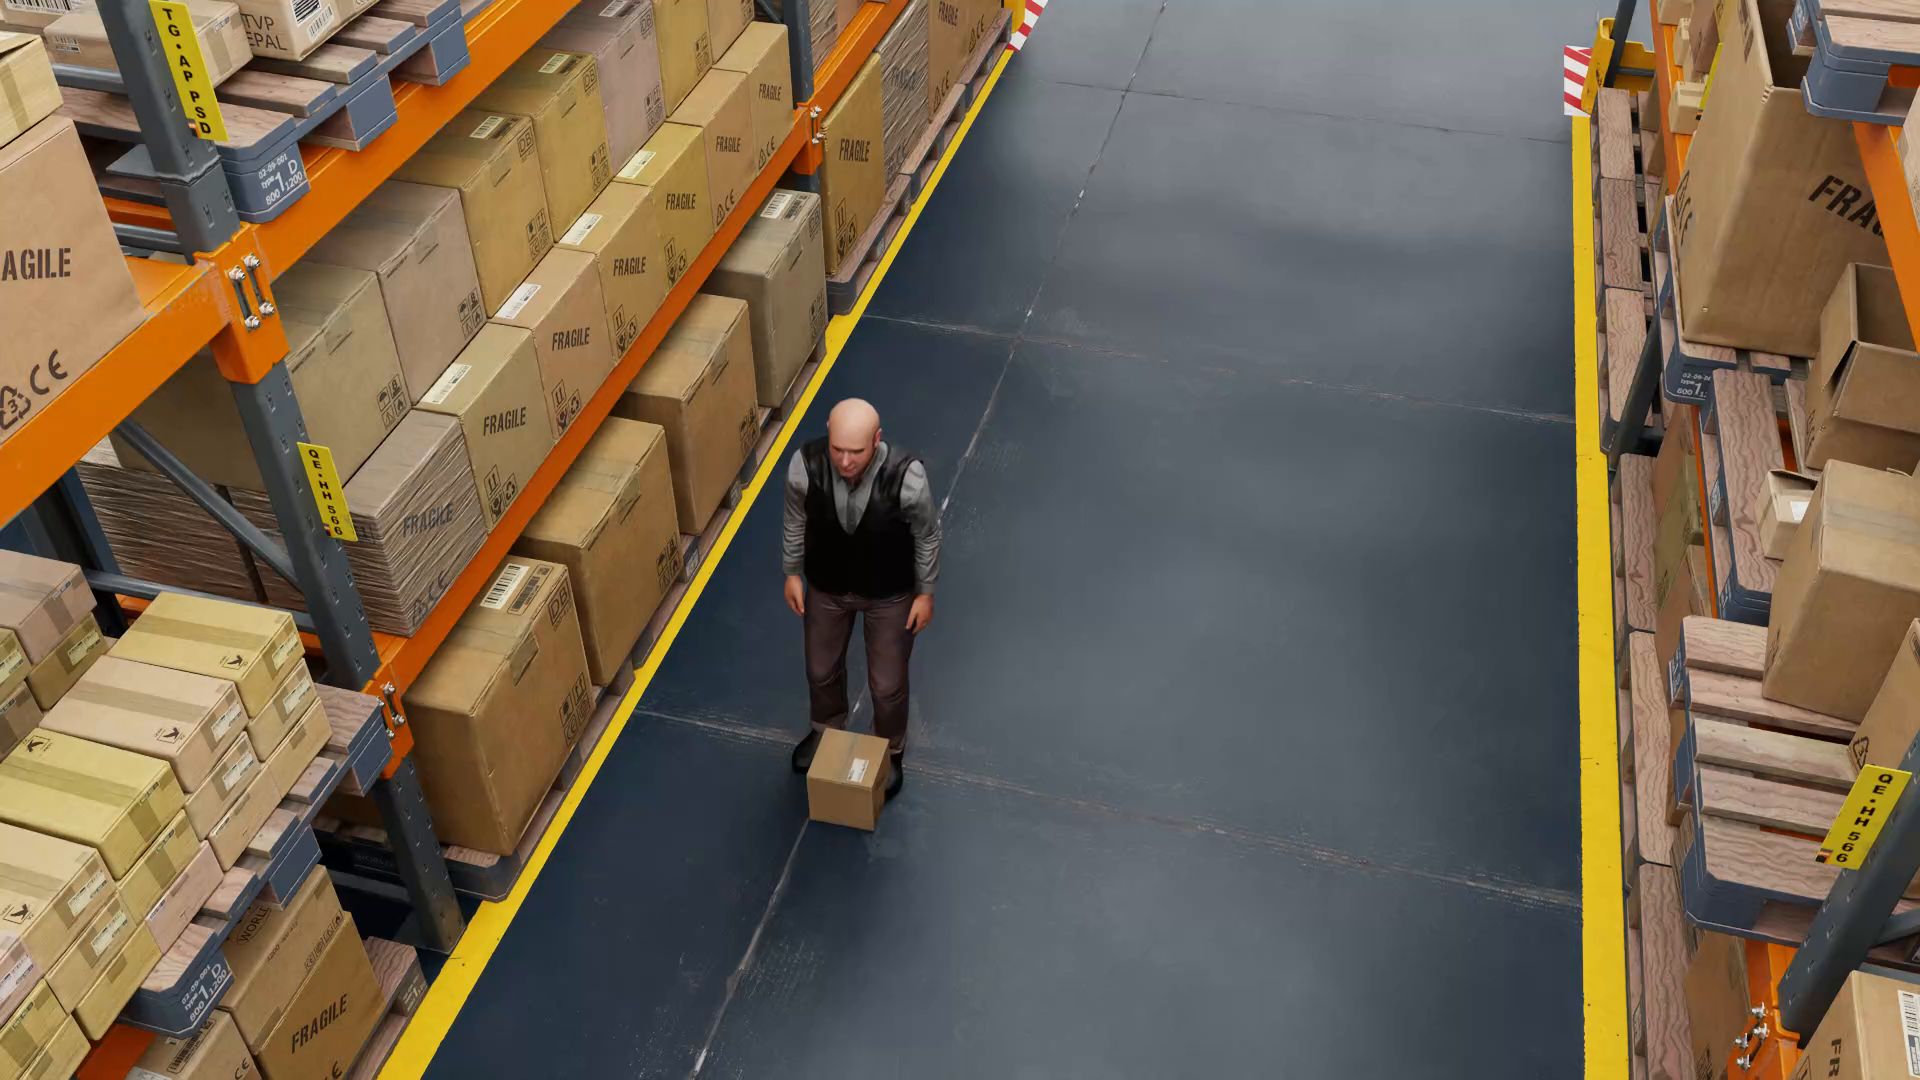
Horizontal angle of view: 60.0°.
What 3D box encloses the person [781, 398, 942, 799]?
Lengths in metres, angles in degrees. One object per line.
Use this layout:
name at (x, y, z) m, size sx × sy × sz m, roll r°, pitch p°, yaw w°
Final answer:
person at (-0.356, 0.179, 5.969) m, size 0.575 × 1.720 × 0.474 m, roll 8°, pitch 41°, yaw 10°
